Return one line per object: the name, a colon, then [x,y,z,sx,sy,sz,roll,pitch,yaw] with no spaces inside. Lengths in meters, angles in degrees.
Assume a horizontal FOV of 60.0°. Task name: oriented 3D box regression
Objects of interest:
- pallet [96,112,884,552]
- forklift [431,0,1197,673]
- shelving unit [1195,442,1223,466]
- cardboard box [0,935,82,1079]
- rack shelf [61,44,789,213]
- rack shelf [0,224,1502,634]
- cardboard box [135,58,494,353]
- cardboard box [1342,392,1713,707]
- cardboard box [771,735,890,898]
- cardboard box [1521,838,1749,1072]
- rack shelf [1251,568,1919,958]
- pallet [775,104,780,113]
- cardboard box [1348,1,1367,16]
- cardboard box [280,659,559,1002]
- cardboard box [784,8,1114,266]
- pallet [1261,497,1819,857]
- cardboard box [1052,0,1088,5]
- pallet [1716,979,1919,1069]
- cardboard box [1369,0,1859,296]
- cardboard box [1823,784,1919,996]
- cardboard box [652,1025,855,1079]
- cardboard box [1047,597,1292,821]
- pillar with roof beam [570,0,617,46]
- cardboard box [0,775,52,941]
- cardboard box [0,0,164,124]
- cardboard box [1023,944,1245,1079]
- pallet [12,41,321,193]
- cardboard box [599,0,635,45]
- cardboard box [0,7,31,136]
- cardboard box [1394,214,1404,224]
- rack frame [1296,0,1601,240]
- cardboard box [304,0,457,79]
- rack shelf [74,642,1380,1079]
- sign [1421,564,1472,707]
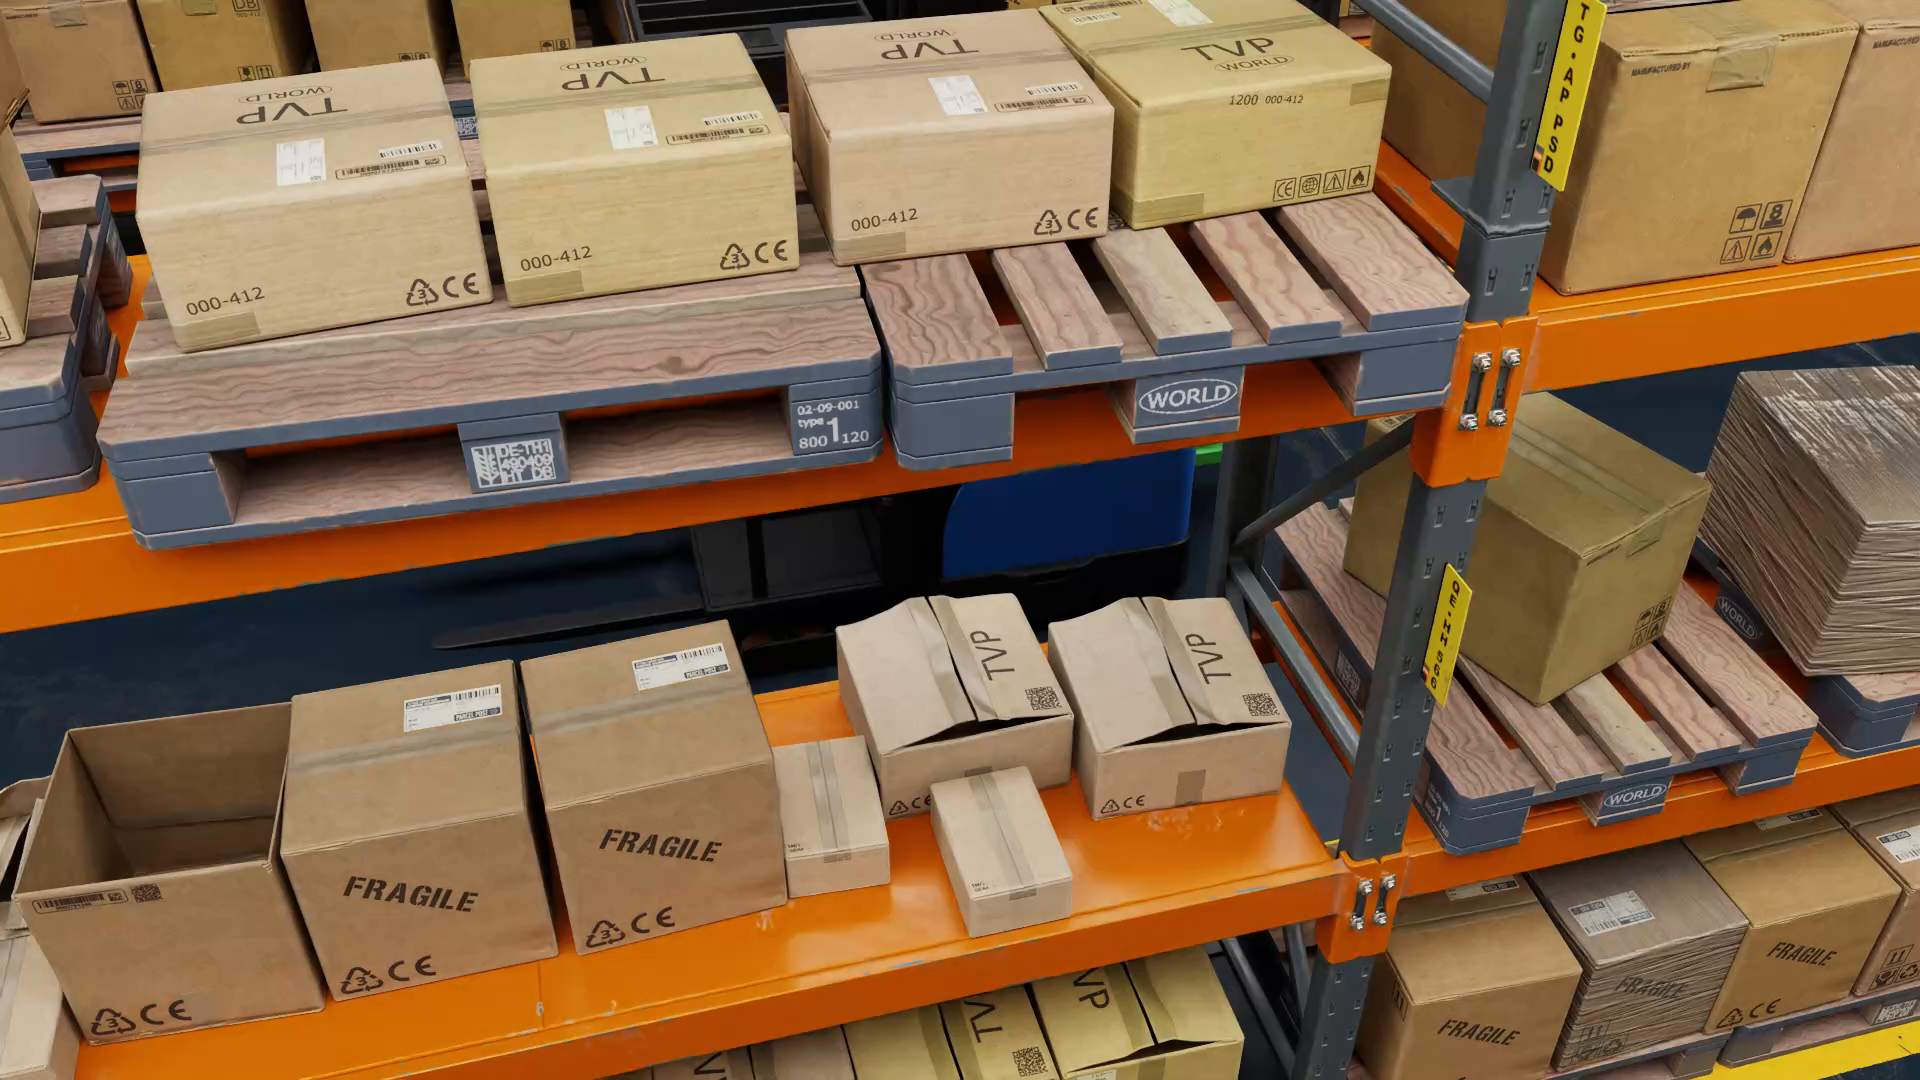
pallet: [-0.819,-0.436,3.038,1.213,0.211,1.003,-8,38,-10]
forklift: [-0.630,-0.996,6.140,3.031,2.935,1.130,-9,38,-11]
shelving unit: [1.061,-0.641,7.101,0.503,1.200,0.258,-9,38,-11]
cardboard box: [-2.062,1.055,3.609,0.250,0.149,0.380,-9,38,-12]
rack shelf: [-2.335,-1.961,7.937,4.000,0.370,1.077,-9,38,-12]
rack shelf: [-1.040,-0.247,3.228,4.000,0.370,1.077,-9,38,-12]
cardboard box: [-1.109,-0.590,2.862,0.500,0.250,0.500,-12,39,-16]
cardboard box: [1.470,-0.031,4.393,0.500,0.500,0.700,-23,43,-27]
cardboard box: [-0.325,0.676,4.104,0.250,0.149,0.380,-7,38,-9]
cardboard box: [1.909,1.169,4.948,0.500,0.500,0.500,-11,39,-14]
rack shelf: [2.822,0.311,4.967,4.000,0.370,1.077,-9,38,-12]
pallet: [-1.064,-2.312,7.961,1.003,0.211,1.213,-9,38,-12]
cardboard box: [2.101,-2.981,8.334,0.500,0.500,0.500,-9,38,-12]
cardboard box: [-1.233,0.661,3.835,0.500,0.500,0.500,-9,38,-12]
cardboard box: [-0.033,-0.758,3.082,0.500,0.250,0.500,-8,38,-11]
pallet: [1.527,0.269,4.587,1.003,0.211,1.213,-9,38,-12]
cardboard box: [0.640,-2.734,8.011,0.500,0.500,0.500,-8,38,-10]
pallet: [2.797,1.162,5.557,1.213,0.211,1.003,-9,38,-12]
cardboard box: [1.304,-0.978,3.509,0.500,0.500,0.910,-9,38,-12]
cardboard box: [2.897,1.007,5.160,0.500,0.500,0.500,-11,39,-13]
cardboard box: [-0.538,1.436,4.360,0.500,0.311,0.500,-10,38,-12]
cardboard box: [0.529,0.409,4.320,0.500,0.311,0.500,-7,38,-9]
pillar with roof beam: [-0.762,-2.722,3.403,0.400,9.000,9.100,-9,38,-12]
cardboard box: [-2.169,0.782,3.870,0.258,0.266,0.396,-10,39,-13]
cardboard box: [-3.765,-2.205,7.219,0.500,0.500,0.700,-9,38,-12]
cardboard box: [0.450,1.272,4.575,0.500,0.311,0.500,-8,38,-11]
pallet: [-3.490,-1.889,7.409,1.213,0.211,1.003,-9,38,-12]
cardboard box: [-1.387,-2.593,7.727,0.500,0.500,0.700,-13,39,-16]
cardboard box: [-1.821,-0.800,2.518,0.500,0.500,0.500,-6,38,-8]
cardboard box: [2.007,-2.188,9.065,0.750,0.750,0.750,-8,38,-11]
rack frame: [0.891,-2.041,2.512,0.127,3.000,1.000,-9,38,-12]
cardboard box: [-2.596,-2.412,7.490,0.500,0.500,0.700,-4,38,-6]
rack shelf: [-1.040,0.944,4.139,4.000,0.370,1.077,-9,38,-12]
sign: [1.039,0.207,3.558,0.005,0.325,0.100,-9,38,-12]
